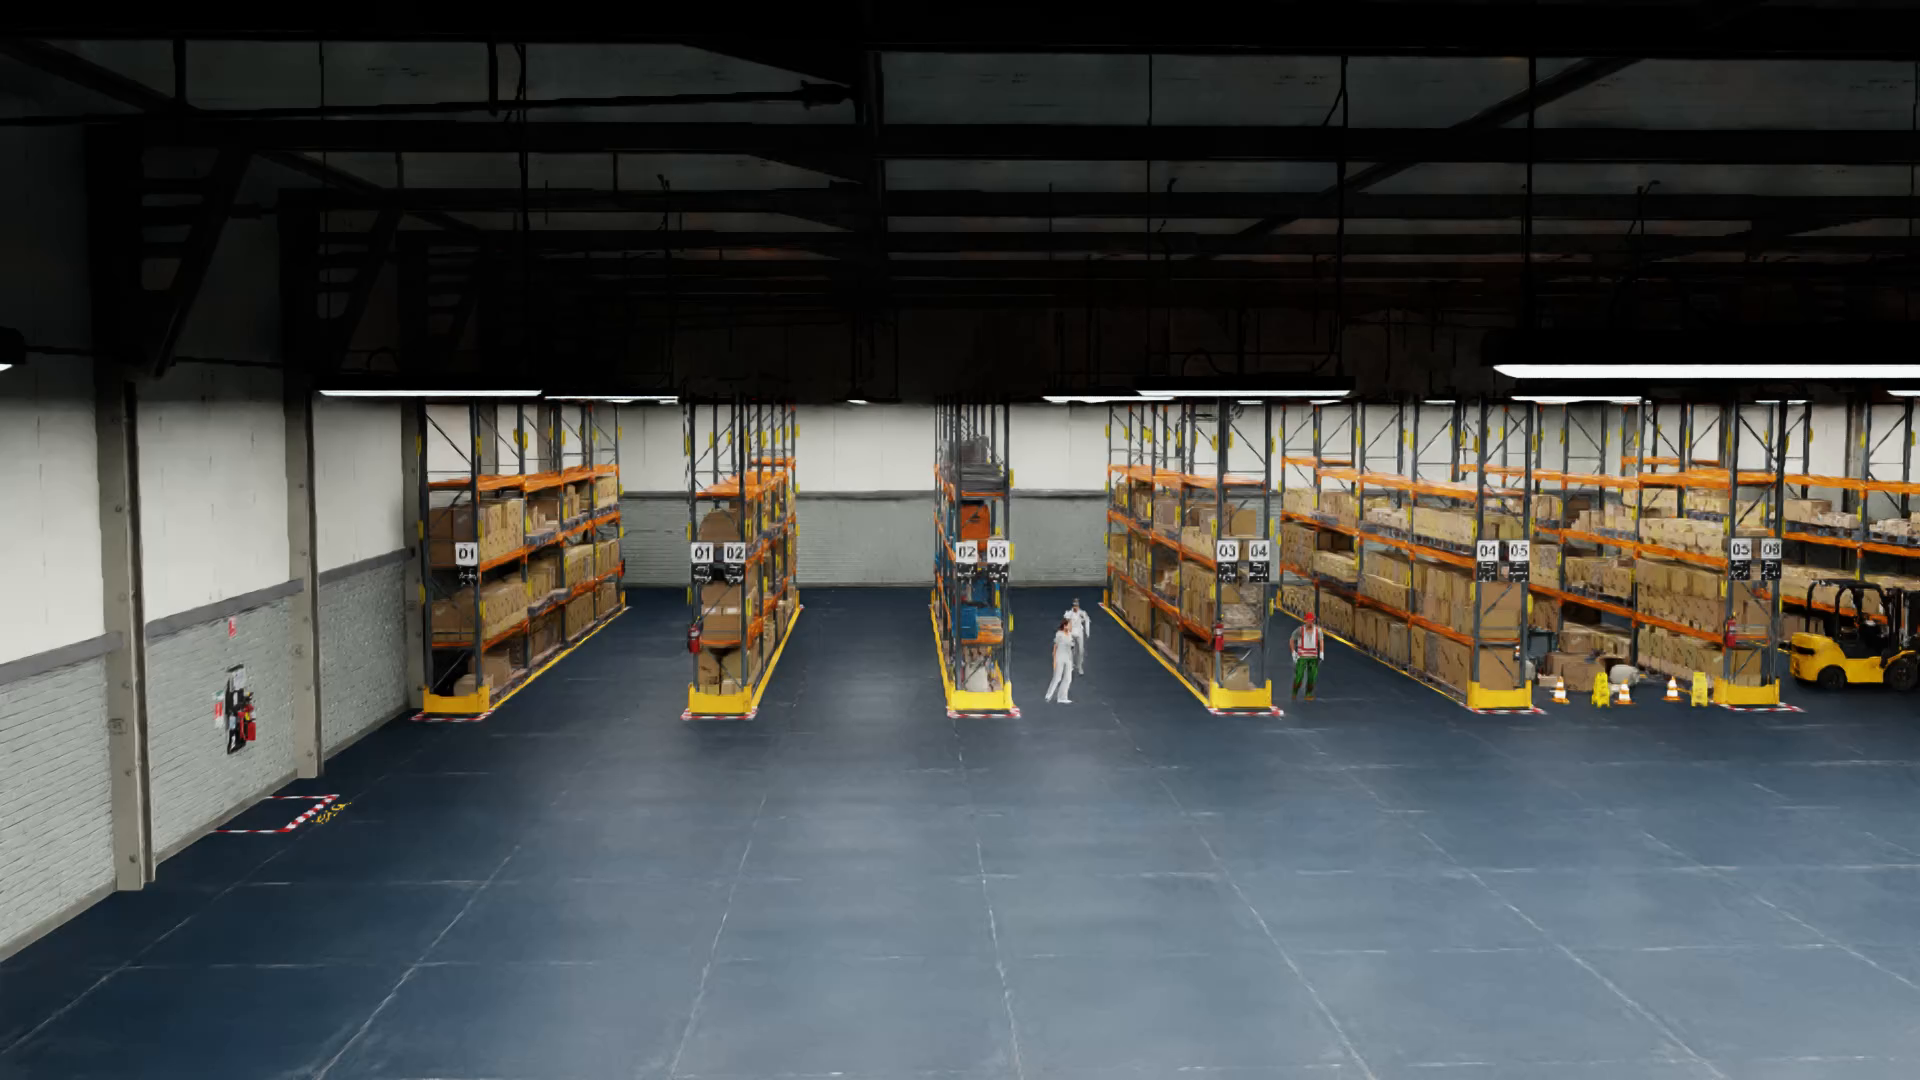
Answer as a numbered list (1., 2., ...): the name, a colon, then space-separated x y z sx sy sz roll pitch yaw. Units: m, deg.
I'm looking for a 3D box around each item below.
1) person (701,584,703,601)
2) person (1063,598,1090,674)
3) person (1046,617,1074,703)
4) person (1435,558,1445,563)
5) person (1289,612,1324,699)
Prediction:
1. person: -6.602 1.461 43.673 0.417 1.504 1.037 0 5 0
2. person: 2.497 2.037 35.928 0.636 1.621 0.814 0 5 3
3. person: 1.927 2.317 32.236 0.513 1.659 0.533 -4 6 -38
4. person: 13.089 1.254 45.395 0.477 1.653 0.642 1 5 10
5. person: 6.767 2.264 32.442 0.677 1.742 0.552 0 5 -5
